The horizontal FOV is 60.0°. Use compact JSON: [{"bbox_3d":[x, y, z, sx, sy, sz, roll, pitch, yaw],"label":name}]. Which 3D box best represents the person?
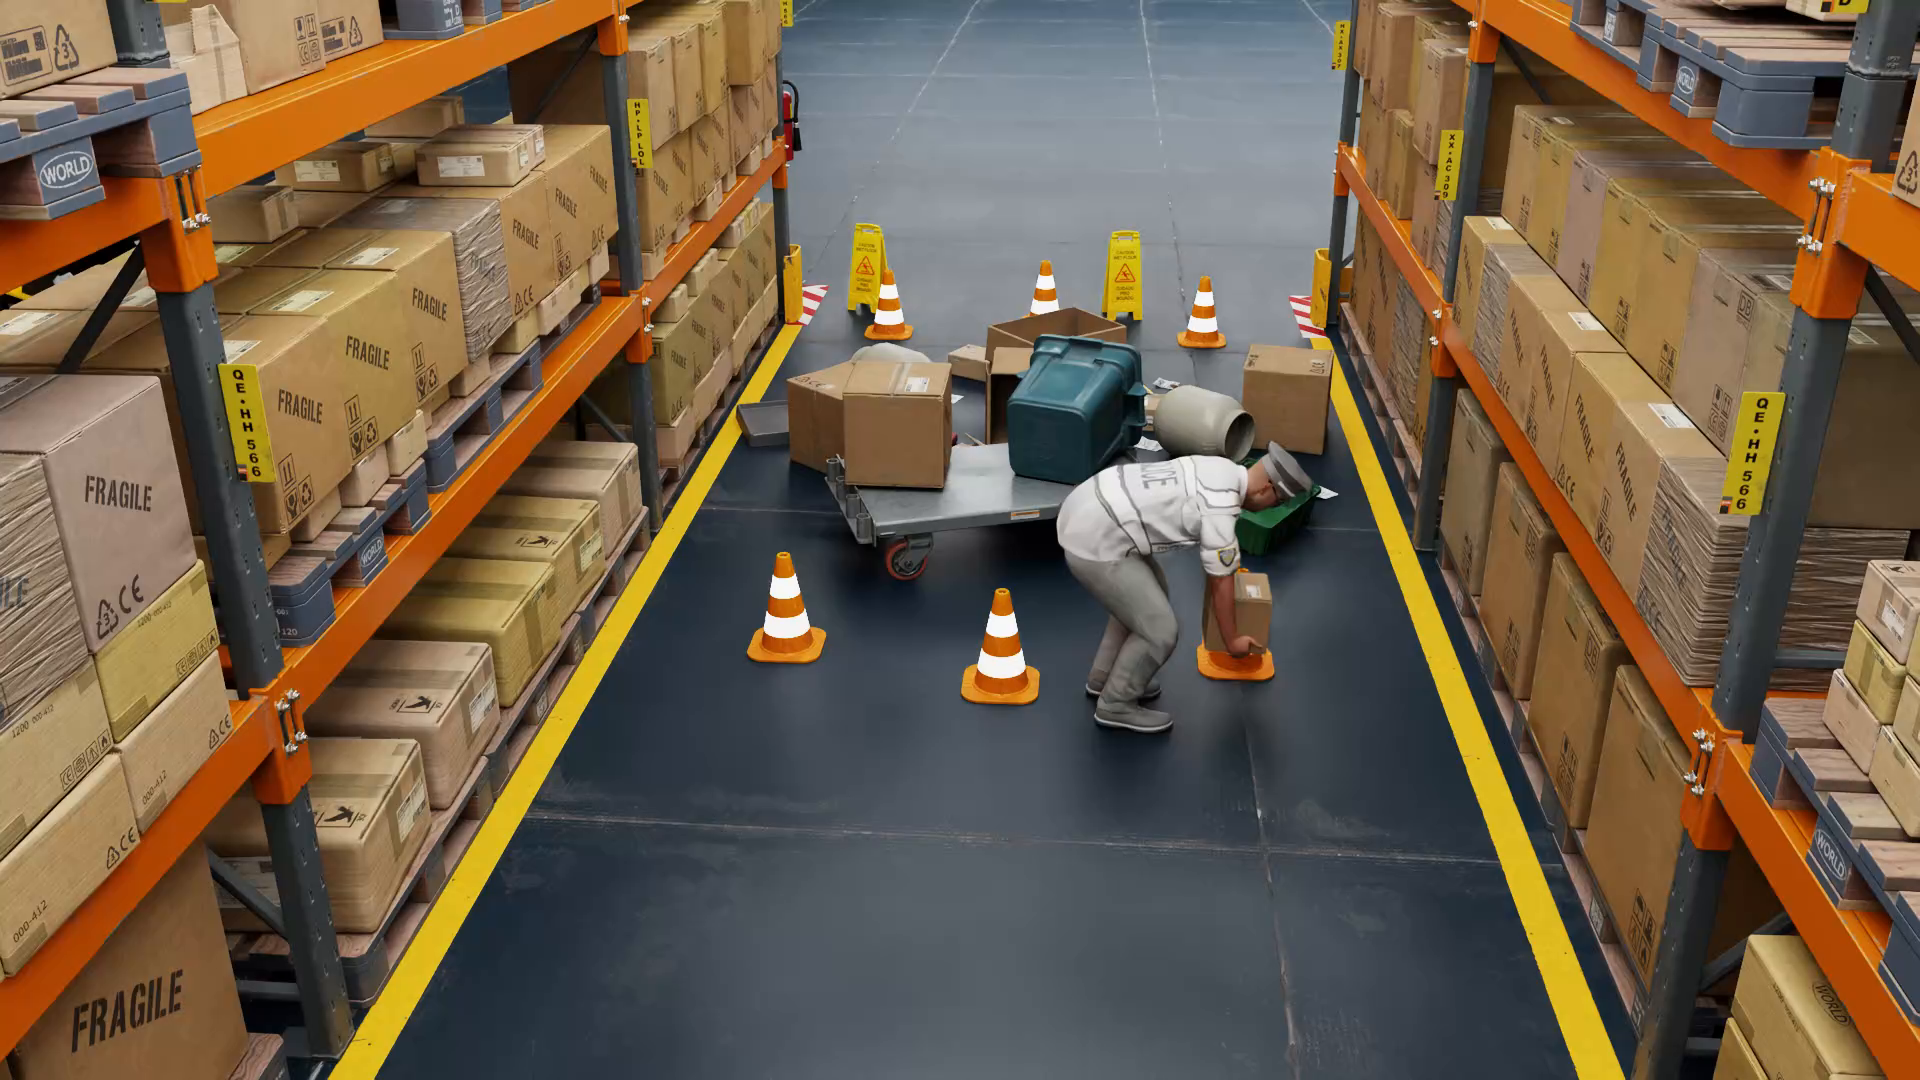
[{"bbox_3d":[0.897,0.092,6.818,0.953,1.407,0.480,1,24,2],"label":"person"}]
